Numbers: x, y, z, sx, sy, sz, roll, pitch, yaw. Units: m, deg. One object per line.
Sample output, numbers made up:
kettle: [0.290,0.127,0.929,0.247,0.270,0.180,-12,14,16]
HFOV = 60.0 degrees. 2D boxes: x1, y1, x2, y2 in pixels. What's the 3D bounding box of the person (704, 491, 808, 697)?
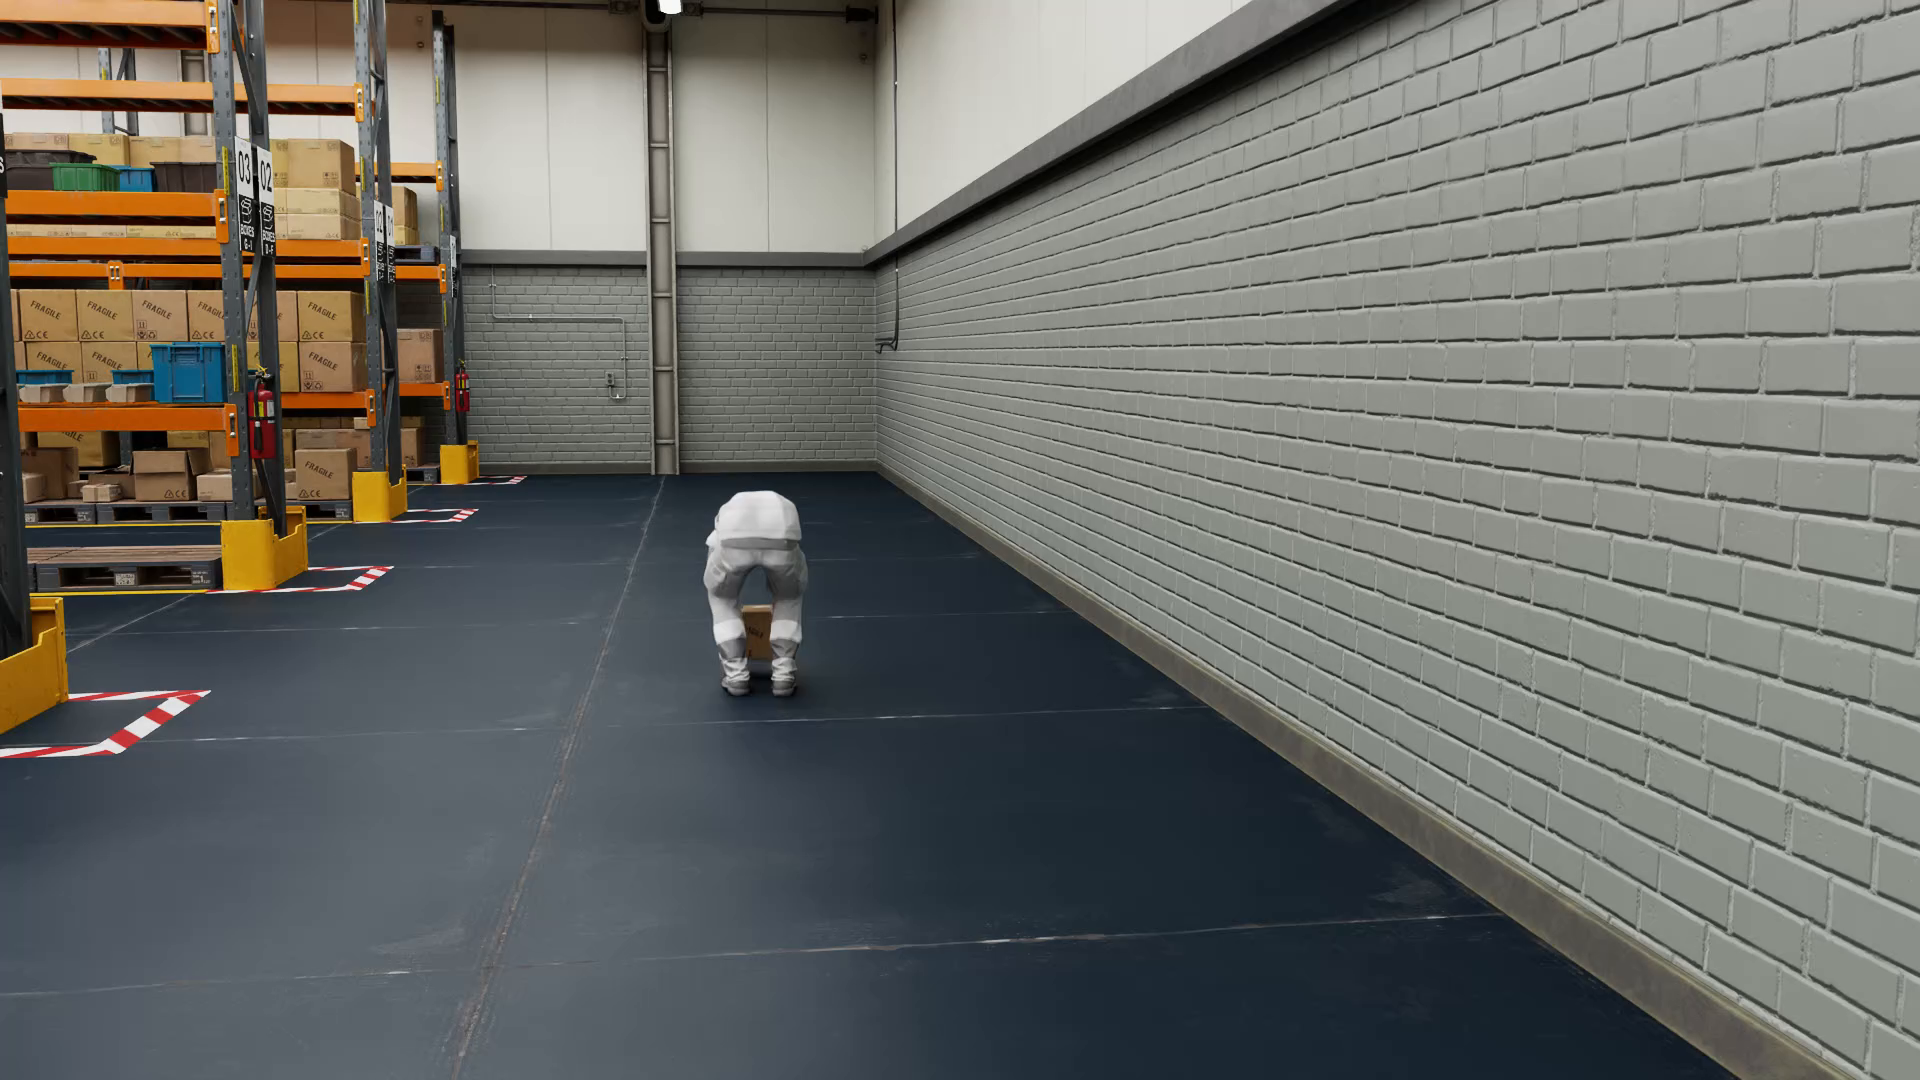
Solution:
person: [-1.043,0.239,8.435,0.517,1.010,0.952,-1,7,-12]
